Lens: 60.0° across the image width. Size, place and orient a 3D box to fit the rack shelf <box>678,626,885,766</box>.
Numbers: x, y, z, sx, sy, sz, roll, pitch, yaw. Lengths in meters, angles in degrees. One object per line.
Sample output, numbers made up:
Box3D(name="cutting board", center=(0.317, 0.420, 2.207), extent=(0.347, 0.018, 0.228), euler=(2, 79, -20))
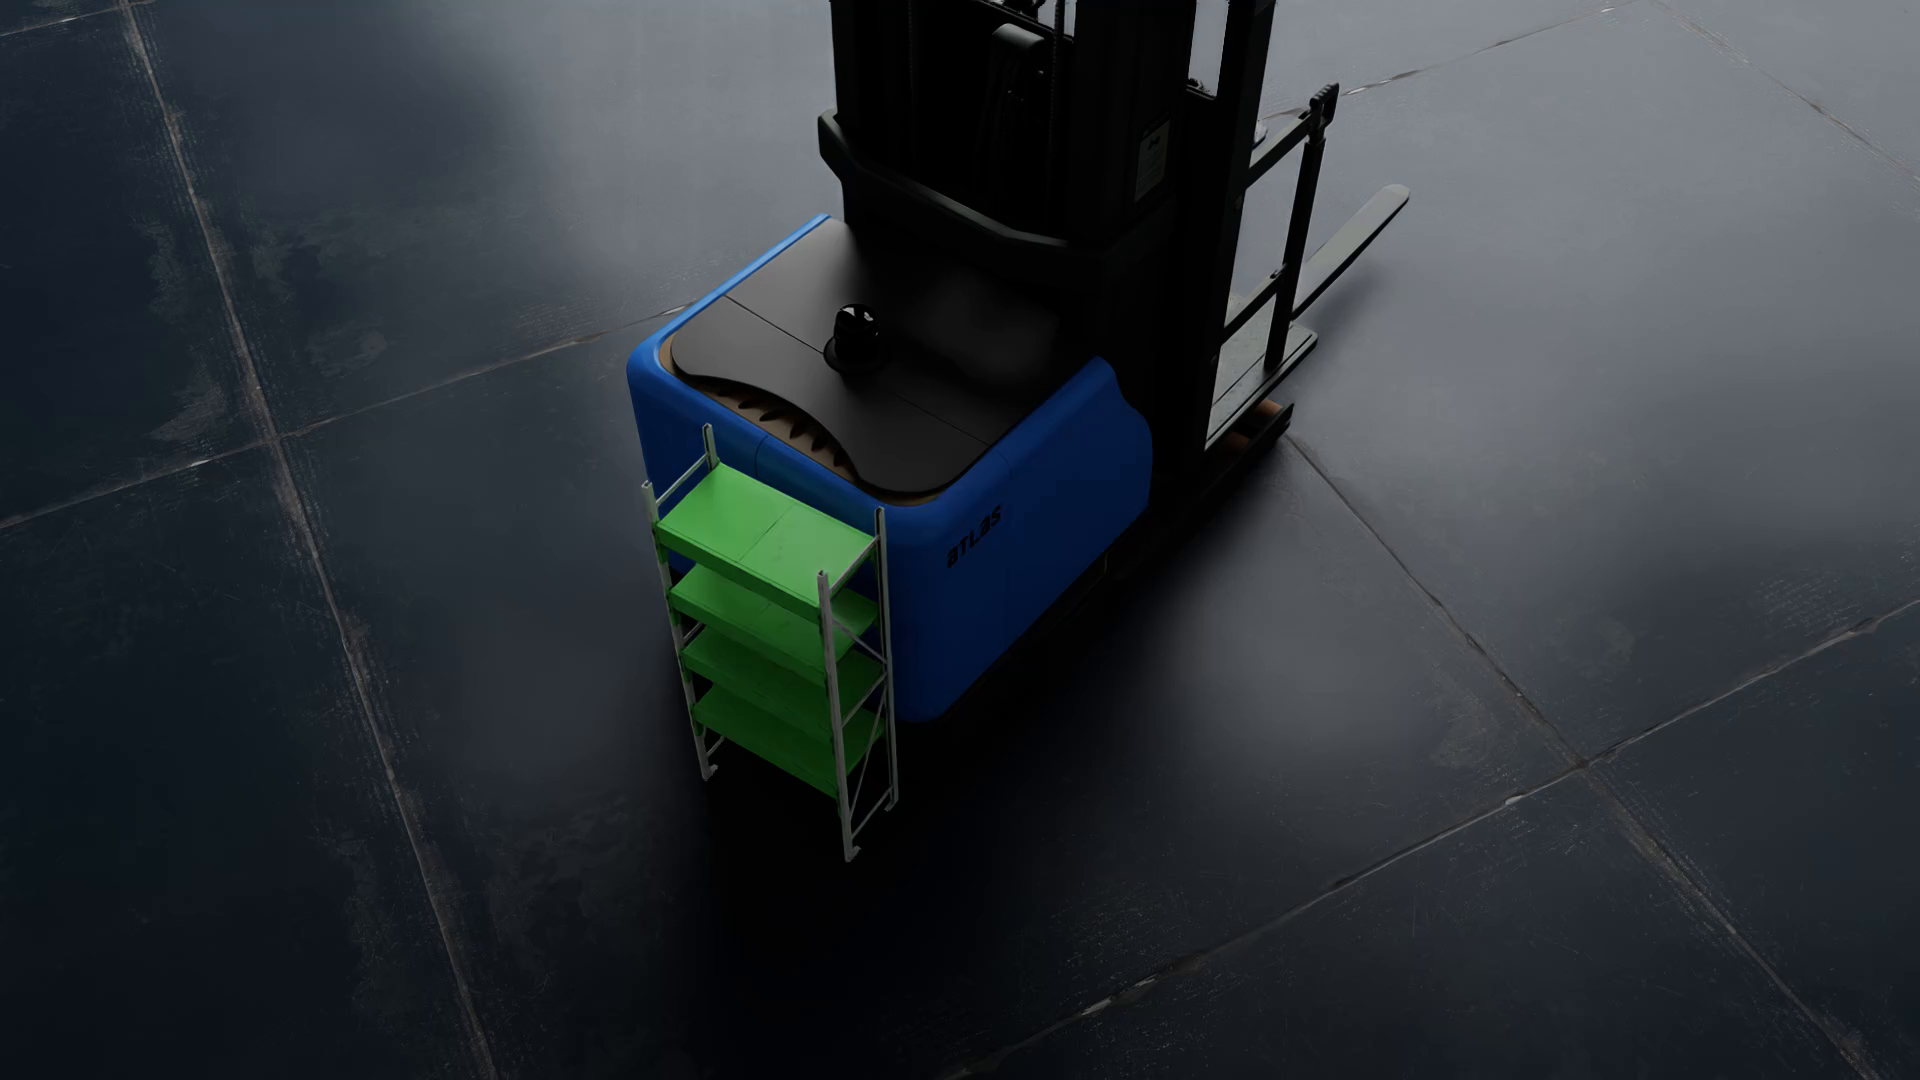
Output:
Box3D(name="rack shelf", center=(-0.445, 0.341, 4.239), extent=(0.480, 0.148, 0.258), euler=(26, 54, 21))

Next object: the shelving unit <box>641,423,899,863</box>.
Box3D(name="shelving unit", center=(-0.445, 0.299, 4.191), extent=(0.503, 1.200, 0.258), euler=(26, 54, 21))

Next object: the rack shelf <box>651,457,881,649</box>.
Box3D(name="rack shelf", center=(-0.445, 0.025, 3.878), extent=(0.480, 0.148, 0.258), euler=(26, 54, 21))

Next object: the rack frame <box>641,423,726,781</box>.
Box3D(name="rack frame", center=(-0.651, 0.200, 4.278), extent=(0.015, 1.200, 0.240), euler=(26, 54, 21))

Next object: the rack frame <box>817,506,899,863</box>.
Box3D(name="rack frame", center=(-0.240, 0.398, 4.105), extent=(0.015, 1.200, 0.240), euler=(26, 54, 21))

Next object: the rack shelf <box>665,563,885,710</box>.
Box3D(name="rack shelf", center=(-0.445, 0.183, 4.059), extent=(0.480, 0.148, 0.258), euler=(26, 54, 21))

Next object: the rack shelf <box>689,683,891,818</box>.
Box3D(name="rack shelf", center=(-0.446, 0.499, 4.420), extent=(0.480, 0.148, 0.258), euler=(26, 54, 21))

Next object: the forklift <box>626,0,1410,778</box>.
Box3D(name="forklift", center=(0.440, -1.365, 4.497), extent=(1.130, 2.935, 3.031), euler=(31, 56, 24))
